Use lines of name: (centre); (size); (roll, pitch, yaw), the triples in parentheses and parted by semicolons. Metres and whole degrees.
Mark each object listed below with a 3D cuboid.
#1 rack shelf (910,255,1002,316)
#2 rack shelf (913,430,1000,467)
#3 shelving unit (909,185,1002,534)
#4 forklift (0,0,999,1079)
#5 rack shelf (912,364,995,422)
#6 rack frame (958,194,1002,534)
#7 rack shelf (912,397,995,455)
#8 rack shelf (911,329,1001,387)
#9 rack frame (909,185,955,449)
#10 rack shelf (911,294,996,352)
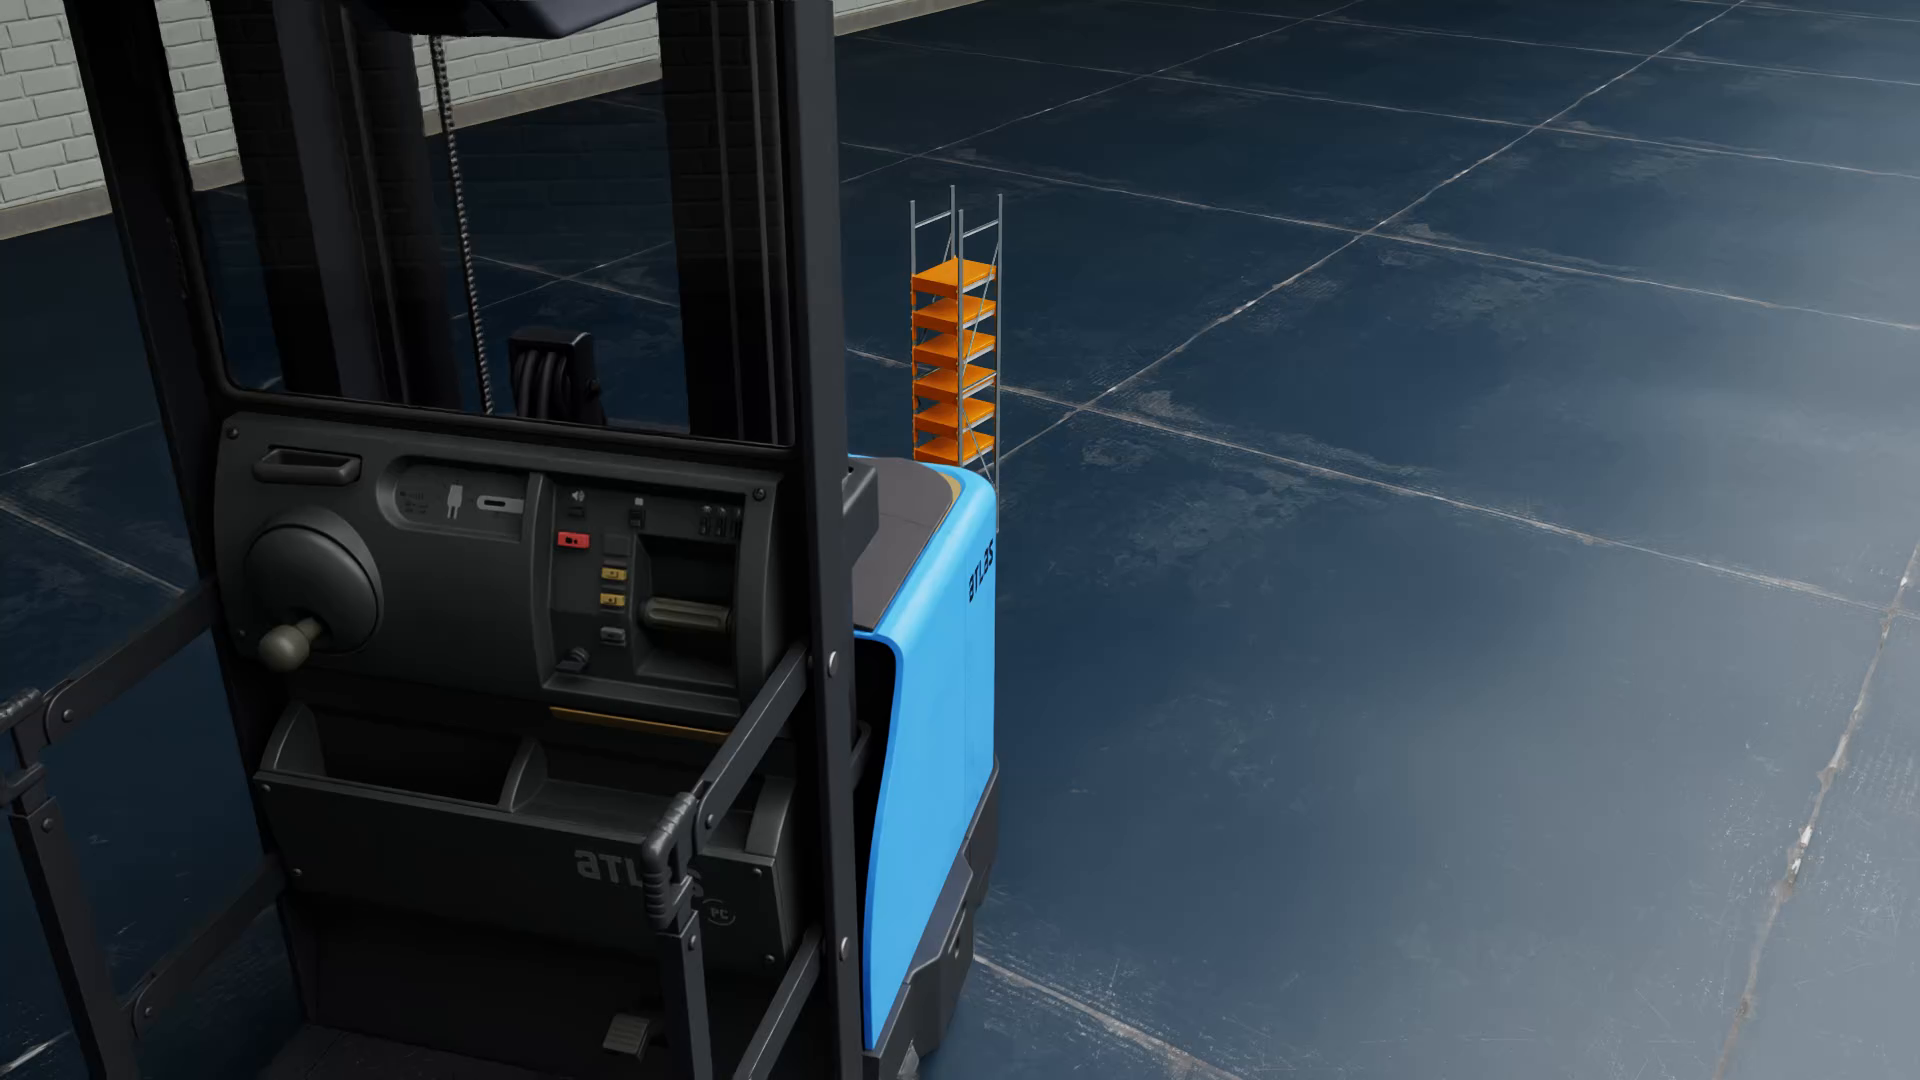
rack shelf: (-0.012, -0.820, 5.342); (0.180, 0.103, 0.258); (17, 32, 30)
rack shelf: (-0.012, -0.285, 5.614); (0.180, 0.103, 0.258); (17, 32, 30)
shelving unit: (-0.012, -0.538, 5.485); (0.189, 1.200, 0.258); (17, 32, 30)
forklift: (-0.775, 0.081, 2.359); (1.130, 2.935, 3.031); (7, 28, 13)
rack shelf: (-0.012, -0.499, 5.505); (0.180, 0.103, 0.258); (17, 32, 30)
rack frame: (0.063, -0.515, 5.439); (0.006, 1.200, 0.240); (17, 32, 30)
rack shelf: (-0.012, -0.392, 5.560); (0.180, 0.103, 0.258); (17, 32, 30)
rack shelf: (-0.012, -0.606, 5.451); (0.180, 0.103, 0.258); (17, 32, 30)
rack frame: (-0.087, -0.562, 5.531); (0.006, 1.200, 0.240); (17, 32, 30)
rack shelf: (-0.012, -0.713, 5.396); (0.180, 0.103, 0.258); (17, 32, 30)
